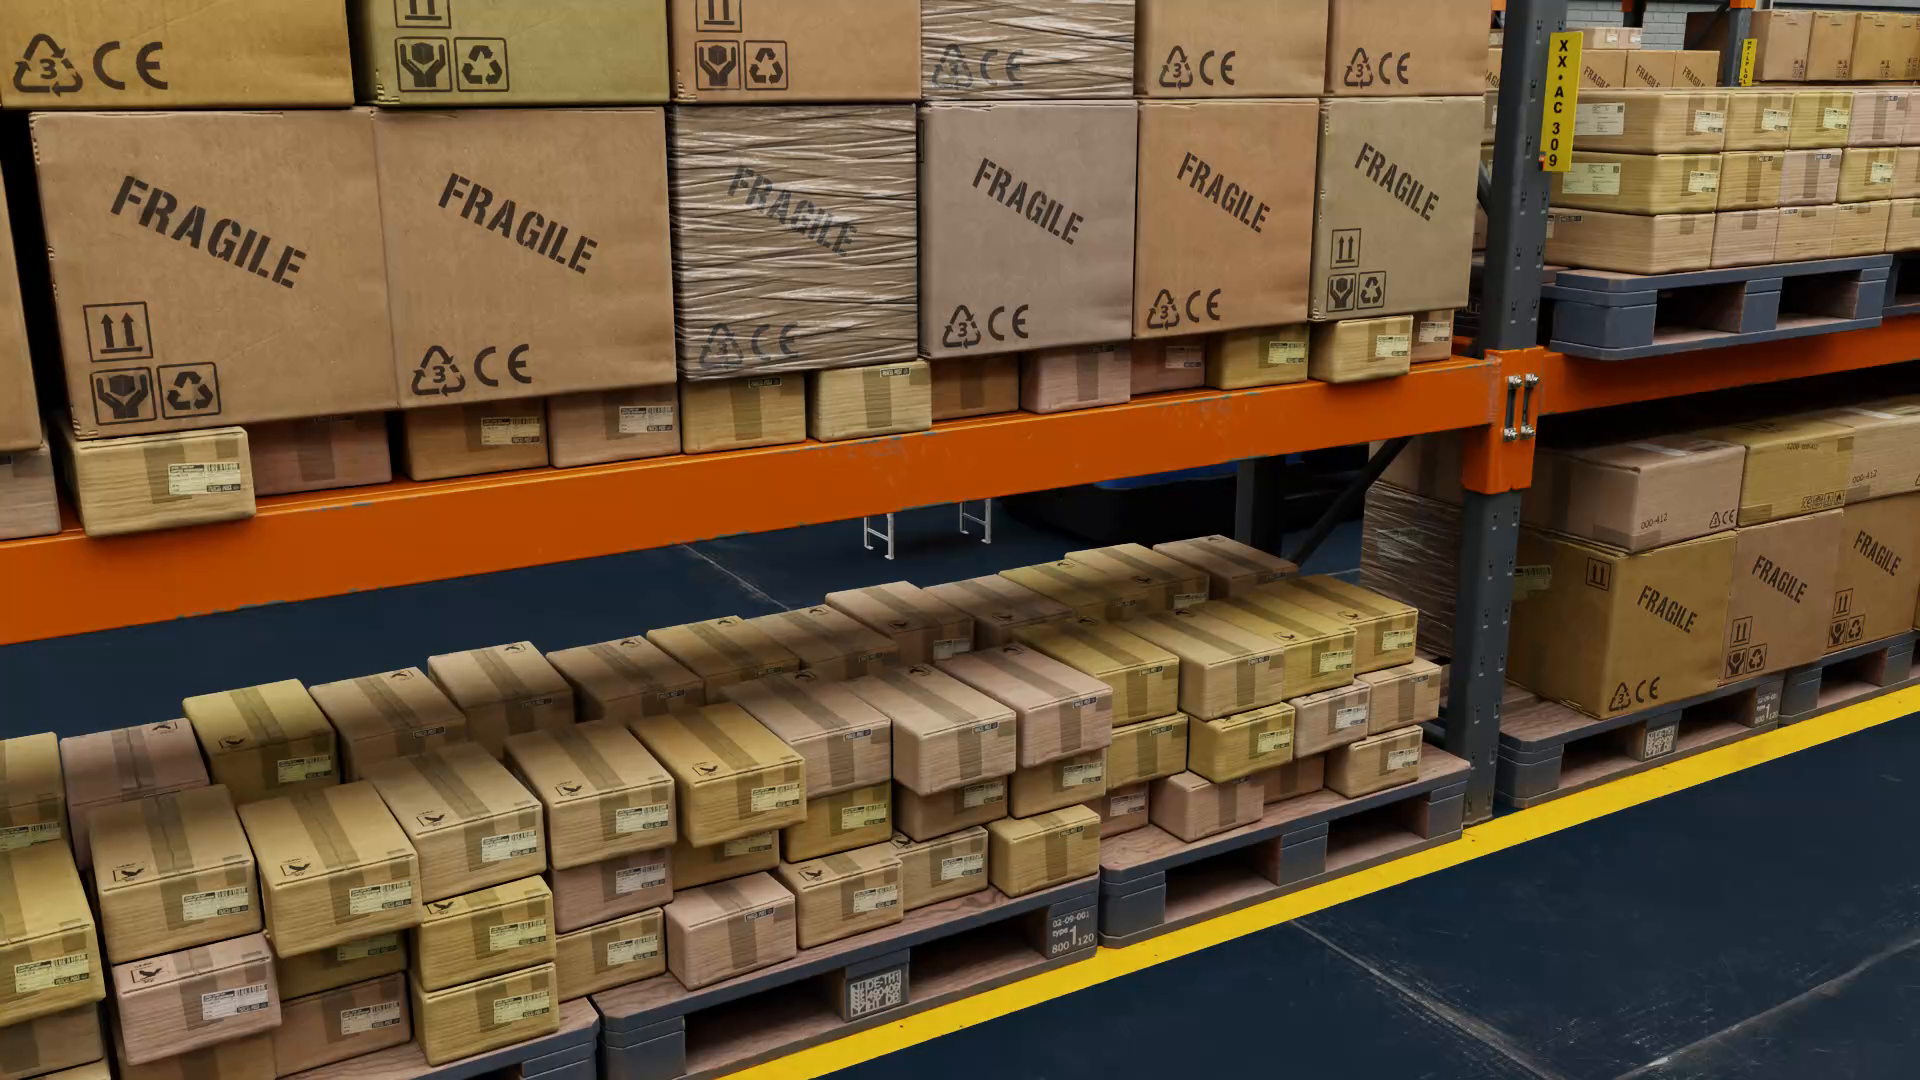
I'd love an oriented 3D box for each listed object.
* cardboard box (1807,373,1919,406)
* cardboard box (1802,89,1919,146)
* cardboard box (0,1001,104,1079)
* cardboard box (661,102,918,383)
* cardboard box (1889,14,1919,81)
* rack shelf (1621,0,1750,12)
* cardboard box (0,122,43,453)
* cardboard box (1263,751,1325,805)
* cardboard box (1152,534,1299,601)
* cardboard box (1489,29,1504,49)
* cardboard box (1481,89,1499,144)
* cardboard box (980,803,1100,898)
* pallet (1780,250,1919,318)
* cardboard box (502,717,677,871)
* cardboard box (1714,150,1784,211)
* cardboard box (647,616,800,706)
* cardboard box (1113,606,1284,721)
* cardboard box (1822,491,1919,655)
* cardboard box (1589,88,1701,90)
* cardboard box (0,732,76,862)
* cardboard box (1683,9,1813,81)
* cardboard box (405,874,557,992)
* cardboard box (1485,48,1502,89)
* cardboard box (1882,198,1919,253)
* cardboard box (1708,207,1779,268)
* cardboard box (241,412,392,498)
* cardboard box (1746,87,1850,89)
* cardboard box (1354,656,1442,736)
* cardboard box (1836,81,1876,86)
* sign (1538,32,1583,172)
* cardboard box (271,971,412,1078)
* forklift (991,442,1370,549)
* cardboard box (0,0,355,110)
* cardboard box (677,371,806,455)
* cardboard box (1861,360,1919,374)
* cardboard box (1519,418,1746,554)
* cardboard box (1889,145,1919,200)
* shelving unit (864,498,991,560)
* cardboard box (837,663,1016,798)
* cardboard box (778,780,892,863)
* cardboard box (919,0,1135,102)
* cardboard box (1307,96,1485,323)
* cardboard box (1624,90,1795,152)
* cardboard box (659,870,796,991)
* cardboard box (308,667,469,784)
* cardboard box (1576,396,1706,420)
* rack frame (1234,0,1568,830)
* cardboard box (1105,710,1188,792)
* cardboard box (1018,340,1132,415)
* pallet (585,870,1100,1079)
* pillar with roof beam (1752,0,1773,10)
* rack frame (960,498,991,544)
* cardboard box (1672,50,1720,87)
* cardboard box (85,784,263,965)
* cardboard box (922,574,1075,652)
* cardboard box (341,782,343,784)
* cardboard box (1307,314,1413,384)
[{"bbox_3d":[3.276,-0.391,5.710,0.500,0.250,0.500,-9,18,-28],"label":"cardboard box"},{"bbox_3d":[2.636,-1.232,4.832,0.250,0.149,0.380,-9,18,-30],"label":"cardboard box"},{"bbox_3d":[-1.678,0.799,2.954,0.250,0.149,0.380,-8,18,-27],"label":"cardboard box"},{"bbox_3d":[-0.426,-0.622,3.336,0.500,0.500,0.500,-10,18,-31],"label":"cardboard box"},{"bbox_3d":[7.174,-3.921,13.250,0.500,0.500,0.700,-9,18,-30],"label":"cardboard box"},{"bbox_3d":[3.677,-3.834,11.305,4.000,0.370,1.077,-9,18,-30],"label":"rack shelf"},{"bbox_3d":[-1.732,-0.404,2.559,0.500,0.500,0.500,-8,18,-27],"label":"cardboard box"},{"bbox_3d":[0.743,0.550,4.394,0.250,0.149,0.380,-9,18,-28],"label":"cardboard box"},{"bbox_3d":[0.768,0.113,4.849,0.250,0.149,0.380,-8,18,-27],"label":"cardboard box"},{"bbox_3d":[3.928,-3.561,11.841,0.250,0.149,0.380,-8,18,-27],"label":"cardboard box"},{"bbox_3d":[1.413,-1.239,4.859,0.250,0.149,0.380,-8,18,-27],"label":"cardboard box"},{"bbox_3d":[0.122,0.677,3.941,0.250,0.149,0.380,-9,18,-30],"label":"cardboard box"},{"bbox_3d":[2.923,-0.950,5.595,1.213,0.211,1.003,-9,18,-30],"label":"pallet"},{"bbox_3d":[-0.766,0.514,3.421,0.250,0.149,0.380,-8,18,-28],"label":"cardboard box"},{"bbox_3d":[1.966,-0.980,4.484,0.250,0.149,0.380,-10,18,-31],"label":"cardboard box"},{"bbox_3d":[-0.585,0.325,4.096,0.250,0.149,0.380,-9,18,-29],"label":"cardboard box"},{"bbox_3d":[0.591,0.304,4.169,0.250,0.149,0.380,-9,18,-30],"label":"cardboard box"},{"bbox_3d":[2.835,0.040,5.564,0.500,0.500,0.500,-9,18,-29],"label":"cardboard box"},{"bbox_3d":[2.091,-1.349,5.249,0.250,0.149,0.380,-9,18,-30],"label":"cardboard box"},{"bbox_3d":[-1.936,0.537,3.337,0.250,0.149,0.380,-9,18,-29],"label":"cardboard box"},{"bbox_3d":[5.880,-3.698,12.455,0.500,0.500,0.700,-9,18,-30],"label":"cardboard box"},{"bbox_3d":[-0.974,0.709,3.275,0.250,0.149,0.380,-9,18,-28],"label":"cardboard box"},{"bbox_3d":[3.362,-3.010,11.075,0.500,0.500,0.500,-9,18,-29],"label":"cardboard box"},{"bbox_3d":[2.629,-0.944,4.908,0.250,0.149,0.380,-10,19,-32],"label":"cardboard box"},{"bbox_3d":[1.979,-0.840,4.537,0.250,0.149,0.380,-9,18,-29],"label":"cardboard box"},{"bbox_3d":[-1.206,-0.201,3.033,0.250,0.149,0.380,-8,18,-27],"label":"cardboard box"},{"bbox_3d":[2.761,-1.458,5.639,0.250,0.149,0.380,-10,18,-30],"label":"cardboard box"},{"bbox_3d":[1.064,0.374,4.471,0.250,0.149,0.380,-9,18,-29],"label":"cardboard box"},{"bbox_3d":[6.768,-3.344,13.045,0.500,0.500,0.500,-9,18,-30],"label":"cardboard box"},{"bbox_3d":[1.456,-1.063,4.041,0.005,0.325,0.100,-9,18,-30],"label":"sign"},{"bbox_3d":[-1.253,0.866,3.268,0.250,0.149,0.380,-9,18,-29],"label":"cardboard box"},{"bbox_3d":[1.666,-1.646,7.853,3.031,2.935,1.130,-9,18,-30],"label":"forklift"},{"bbox_3d":[-1.308,-0.960,2.688,0.500,0.500,0.500,-9,18,-28],"label":"cardboard box"},{"bbox_3d":[-0.501,-0.291,3.358,0.250,0.149,0.380,-8,18,-28],"label":"cardboard box"},{"bbox_3d":[3.448,-0.576,6.371,0.500,0.250,0.500,-9,18,-30],"label":"cardboard box"},{"bbox_3d":[1.939,-0.172,4.929,0.500,0.250,0.500,-10,19,-32],"label":"cardboard box"},{"bbox_3d":[2.639,-1.090,4.878,0.250,0.149,0.380,-8,18,-27],"label":"cardboard box"},{"bbox_3d":[-0.142,-0.555,7.166,0.503,1.200,0.258,-9,18,-30],"label":"shelving unit"},{"bbox_3d":[-0.081,0.421,3.751,0.250,0.149,0.380,-10,18,-32],"label":"cardboard box"},{"bbox_3d":[-0.347,0.568,3.780,0.250,0.149,0.380,-8,18,-27],"label":"cardboard box"},{"bbox_3d":[0.020,-1.175,3.454,0.500,0.500,0.500,-9,18,-28],"label":"cardboard box"},{"bbox_3d":[0.901,-0.829,4.075,0.500,0.500,0.500,-9,18,-30],"label":"cardboard box"},{"bbox_3d":[1.980,-1.127,4.457,0.250,0.149,0.380,-9,18,-28],"label":"cardboard box"},{"bbox_3d":[-0.550,0.784,3.561,0.250,0.149,0.380,-10,19,-32],"label":"cardboard box"},{"bbox_3d":[-1.279,0.429,3.724,0.250,0.149,0.380,-10,19,-32],"label":"cardboard box"},{"bbox_3d":[2.126,-0.361,5.603,0.500,0.250,0.500,-8,18,-27],"label":"cardboard box"},{"bbox_3d":[1.170,-0.771,4.601,0.127,3.000,1.000,-9,18,-30],"label":"rack frame"},{"bbox_3d":[0.352,0.468,4.136,0.250,0.149,0.380,-9,18,-29],"label":"cardboard box"},{"bbox_3d":[0.170,-0.397,3.733,0.250,0.149,0.380,-10,19,-32],"label":"cardboard box"},{"bbox_3d":[-0.435,0.844,4.007,1.213,0.211,1.003,-9,18,-30],"label":"pallet"},{"bbox_3d":[12.560,-7.556,17.694,0.400,9.000,9.100,-9,18,-30],"label":"pillar with roof beam"},{"bbox_3d":[0.067,-0.589,7.287,0.015,1.200,0.240,-9,18,-30],"label":"rack frame"},{"bbox_3d":[5.114,-3.290,12.075,0.500,0.500,0.500,-10,18,-31],"label":"cardboard box"},{"bbox_3d":[-1.460,0.609,3.081,0.250,0.149,0.380,-9,18,-29],"label":"cardboard box"},{"bbox_3d":[0.098,0.226,4.448,0.250,0.149,0.380,-10,18,-31],"label":"cardboard box"},{"bbox_3d":[-1.226,0.587,3.711,0.250,0.149,0.380,-9,18,-30],"label":"cardboard box"},{"bbox_3d":[0.881,-0.495,4.083,0.250,0.149,0.380,-10,18,-31],"label":"cardboard box"}]
